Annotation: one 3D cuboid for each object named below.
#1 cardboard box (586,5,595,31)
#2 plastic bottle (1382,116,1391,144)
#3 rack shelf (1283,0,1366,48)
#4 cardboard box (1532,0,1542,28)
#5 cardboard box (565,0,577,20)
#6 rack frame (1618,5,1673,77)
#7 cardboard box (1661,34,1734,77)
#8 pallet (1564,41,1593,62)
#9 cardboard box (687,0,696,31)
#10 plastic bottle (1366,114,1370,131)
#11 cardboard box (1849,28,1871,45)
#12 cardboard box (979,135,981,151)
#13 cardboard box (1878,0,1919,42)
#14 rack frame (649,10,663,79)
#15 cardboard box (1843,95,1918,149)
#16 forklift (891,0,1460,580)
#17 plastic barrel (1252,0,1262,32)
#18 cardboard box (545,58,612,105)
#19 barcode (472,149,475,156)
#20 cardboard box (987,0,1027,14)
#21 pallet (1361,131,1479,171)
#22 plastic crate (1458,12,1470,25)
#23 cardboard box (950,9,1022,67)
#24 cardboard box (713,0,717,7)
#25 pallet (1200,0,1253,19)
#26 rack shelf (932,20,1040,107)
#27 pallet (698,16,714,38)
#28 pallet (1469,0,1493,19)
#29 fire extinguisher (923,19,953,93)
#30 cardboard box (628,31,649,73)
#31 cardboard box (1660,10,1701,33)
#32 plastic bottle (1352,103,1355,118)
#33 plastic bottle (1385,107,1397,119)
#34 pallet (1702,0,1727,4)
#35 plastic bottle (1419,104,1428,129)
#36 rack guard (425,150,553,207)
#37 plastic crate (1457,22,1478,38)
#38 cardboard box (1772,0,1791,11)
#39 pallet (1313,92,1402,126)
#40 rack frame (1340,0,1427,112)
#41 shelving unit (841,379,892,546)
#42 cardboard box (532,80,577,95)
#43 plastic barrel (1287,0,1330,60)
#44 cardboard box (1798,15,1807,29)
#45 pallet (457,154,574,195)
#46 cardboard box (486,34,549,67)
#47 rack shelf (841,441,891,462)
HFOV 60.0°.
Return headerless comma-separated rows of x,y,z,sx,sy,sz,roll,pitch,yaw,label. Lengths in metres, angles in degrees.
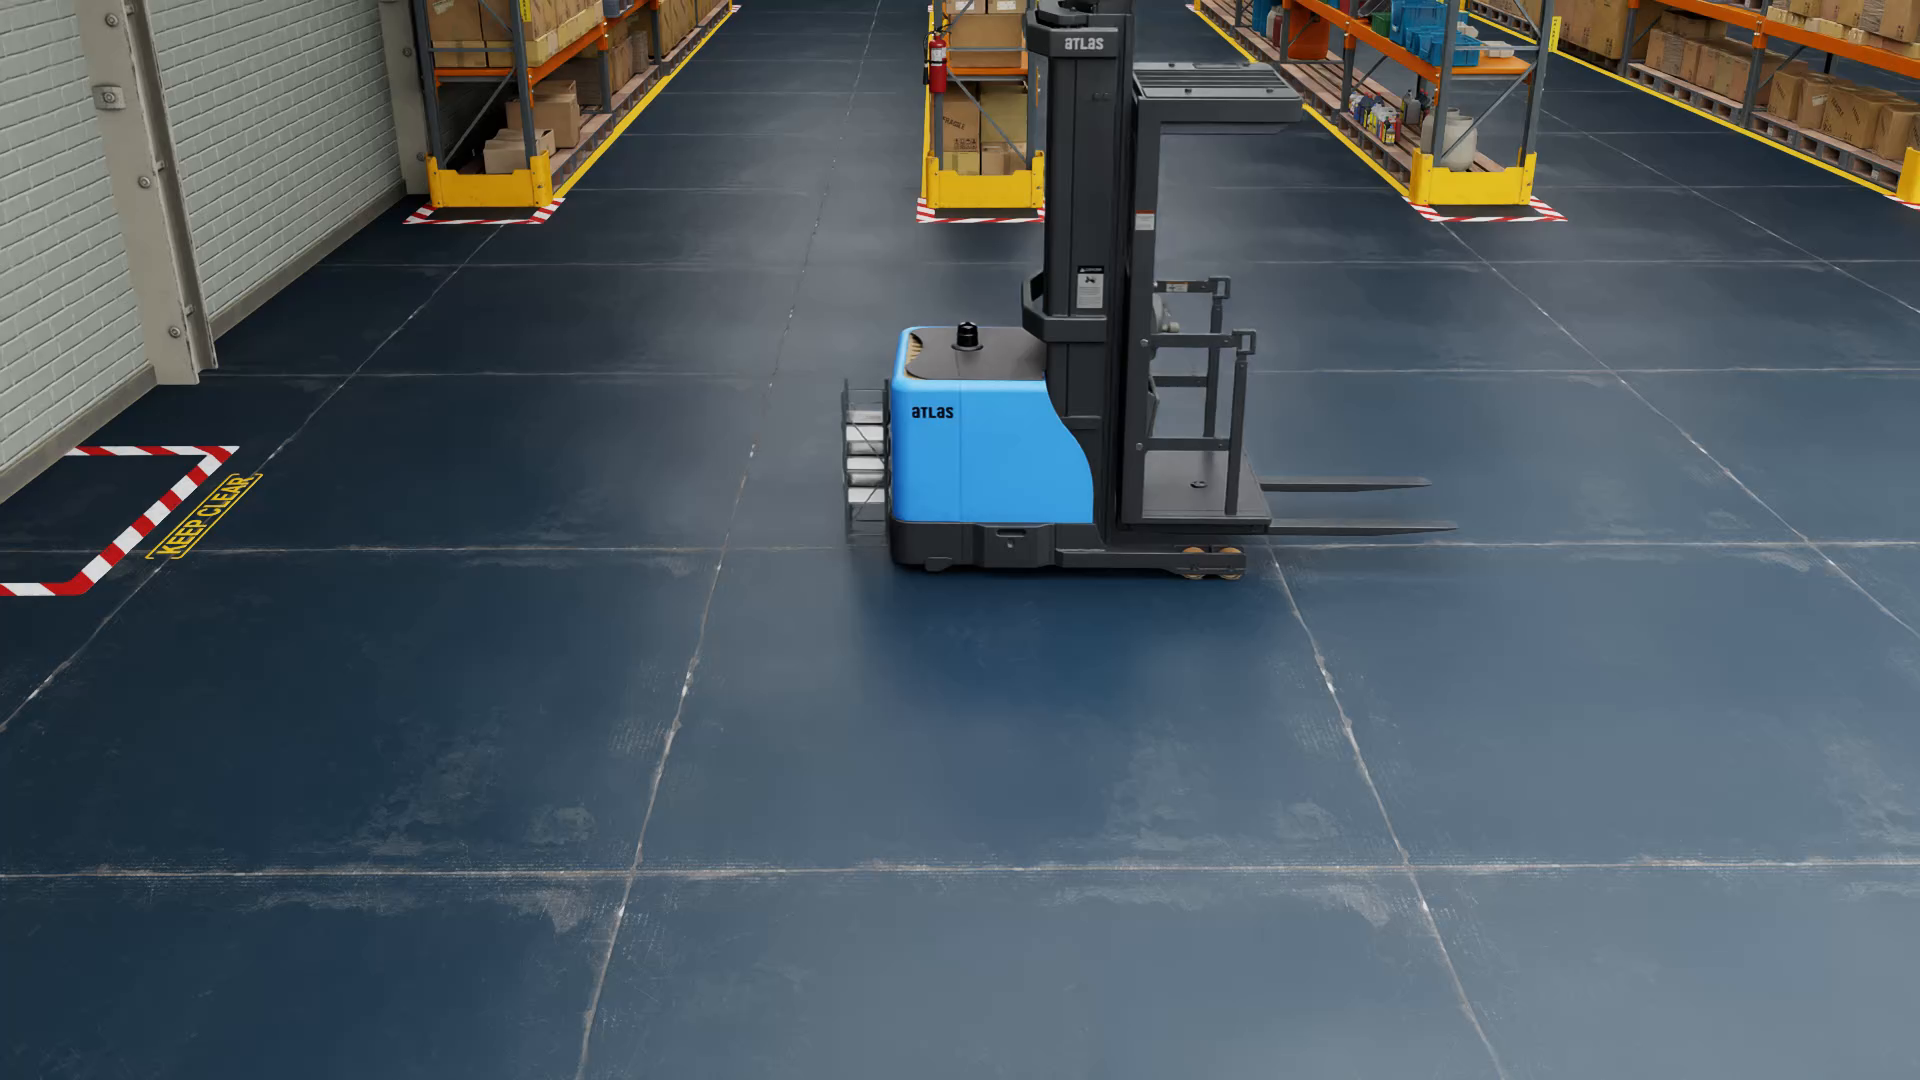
-4.444,-5.918,18.852,0.500,0.250,0.500,0,24,0,cardboard box
4.723,-4.538,18.406,0.061,0.283,0.133,0,24,1,plastic bottle
5.135,-6.917,21.777,1.077,0.370,4.000,0,24,-1,rack shelf
10.050,-8.699,26.913,1.225,0.875,0.875,0,24,0,cardboard box
-4.423,-5.838,17.765,0.500,0.500,0.500,0,24,1,cardboard box
10.066,-8.091,23.500,1.000,3.000,0.127,0,24,-1,rack frame
10.112,-6.648,22.809,0.700,0.500,0.500,-2,24,-5,cardboard box
10.123,-7.647,25.902,1.003,0.211,1.213,0,24,-1,pallet
-4.699,-8.617,26.762,0.750,0.750,0.750,0,24,0,cardboard box
4.733,-4.817,19.123,0.097,0.201,0.097,0,24,0,plastic bottle
9.823,-5.414,17.886,0.380,0.149,0.250,0,24,-1,cardboard box
0.455,-4.118,17.543,0.500,0.250,0.500,0,24,-1,cardboard box
10.050,-5.408,17.085,0.875,0.500,0.500,0,24,-1,cardboard box
-4.793,-8.024,23.352,1.000,3.000,0.127,0,24,-1,rack frame
10.135,-4.609,18.324,0.500,0.500,0.500,2,24,4,cardboard box
1.156,-1.347,8.672,3.031,2.935,1.130,0,24,1,forklift
5.059,-8.728,26.945,0.600,0.901,0.708,0,24,-1,plastic barrel
-4.774,-5.741,20.803,0.700,0.500,0.500,1,24,1,cardboard box
-5.023,-3.999,17.169,0.001,0.075,0.075,0,24,-1,barcode
0.459,-5.255,16.321,0.380,0.149,0.250,0,24,-1,cardboard box
5.139,-4.369,18.654,1.003,0.211,1.213,0,24,-1,pallet
5.441,-5.898,18.831,0.499,0.251,0.616,0,24,-1,plastic crate
0.256,-4.990,16.521,0.700,0.500,0.500,0,24,-1,cardboard box
-4.767,-9.879,29.977,0.700,0.500,0.500,0,24,-1,cardboard box
4.997,-9.755,30.562,1.003,0.211,1.213,0,24,-1,pallet
0.226,-5.248,18.087,1.077,0.370,4.000,0,24,-1,rack shelf
-4.766,-8.716,28.265,1.003,0.211,1.213,0,24,-1,pallet
10.066,-9.788,30.636,1.003,0.211,1.213,0,24,-1,pallet
-0.215,-4.666,16.020,0.296,0.674,0.183,0,24,-1,fire extinguisher
-4.733,-6.789,23.121,0.700,0.500,0.500,0,24,0,cardboard box
10.104,-7.218,23.160,0.500,0.250,0.500,1,24,2,cardboard box
4.725,-5.129,19.812,0.097,0.201,0.097,0,24,0,plastic bottle
4.906,-4.804,19.002,0.152,0.276,0.135,0,24,-1,plastic bottle
10.129,-7.188,21.736,1.003,0.211,1.213,0,24,-1,pallet
5.356,-4.896,19.198,0.061,0.283,0.133,0,24,-1,plastic bottle
-4.706,-3.620,16.648,1.175,0.500,0.348,0,24,-1,rack guard
5.428,-5.633,18.384,0.530,0.136,0.437,0,24,-1,plastic crate
10.053,-6.438,19.363,0.875,0.500,0.500,0,24,-1,cardboard box
5.110,-5.474,21.096,1.003,0.211,1.213,0,24,-1,pallet
5.157,-6.421,19.806,1.000,3.000,0.127,0,24,-1,rack frame
-0.508,-0.419,9.084,0.258,0.900,0.210,0,24,1,shelving unit
-4.698,-5.010,19.187,0.500,0.500,0.500,-2,24,-5,cardboard box
5.091,-7.473,24.257,0.600,0.830,0.708,0,24,-1,plastic barrel
9.844,-5.930,19.025,0.380,0.149,0.250,0,24,-1,cardboard box
-4.680,-3.824,17.448,1.003,0.211,1.213,0,24,-1,pallet
-4.393,-4.871,16.538,0.500,0.250,0.500,-1,24,-2,cardboard box
-0.508,-0.471,9.061,0.258,0.077,0.200,0,24,1,rack shelf
